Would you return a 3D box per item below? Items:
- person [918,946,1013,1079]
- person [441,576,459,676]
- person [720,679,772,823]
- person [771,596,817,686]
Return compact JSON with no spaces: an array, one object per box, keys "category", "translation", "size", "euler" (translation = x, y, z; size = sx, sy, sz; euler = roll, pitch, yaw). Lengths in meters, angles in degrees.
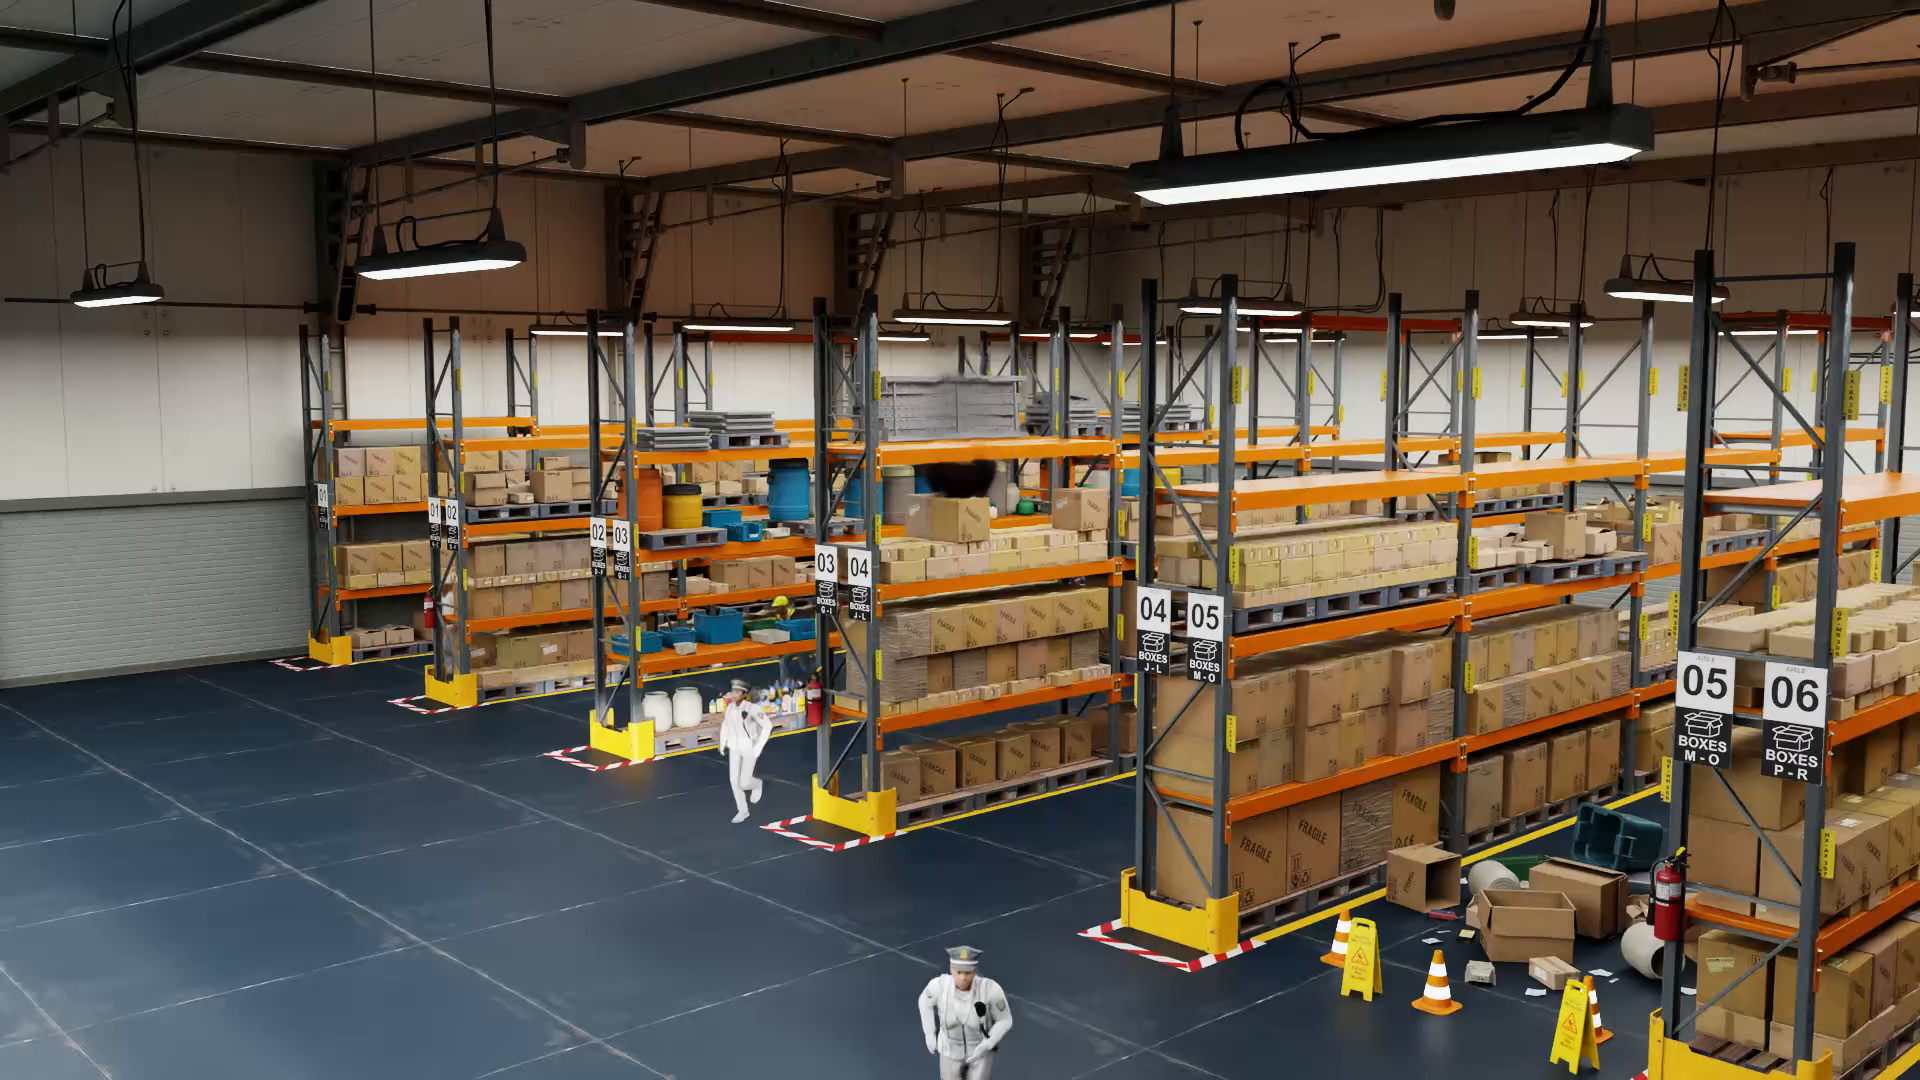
[{"category":"person","translation":[0.034,3.310,10.685],"size":[0.609,1.621,0.693],"euler":[0,6,1]},{"category":"person","translation":[-8.737,1.458,28.340],"size":[0.687,1.707,0.603],"euler":[4,7,35]},{"category":"person","translation":[-2.469,2.420,19.203],"size":[0.640,1.671,0.626],"euler":[3,6,24]},{"category":"person","translation":[-2.538,1.701,26.293],"size":[1.060,1.715,0.746],"euler":[-5,8,-40]}]
